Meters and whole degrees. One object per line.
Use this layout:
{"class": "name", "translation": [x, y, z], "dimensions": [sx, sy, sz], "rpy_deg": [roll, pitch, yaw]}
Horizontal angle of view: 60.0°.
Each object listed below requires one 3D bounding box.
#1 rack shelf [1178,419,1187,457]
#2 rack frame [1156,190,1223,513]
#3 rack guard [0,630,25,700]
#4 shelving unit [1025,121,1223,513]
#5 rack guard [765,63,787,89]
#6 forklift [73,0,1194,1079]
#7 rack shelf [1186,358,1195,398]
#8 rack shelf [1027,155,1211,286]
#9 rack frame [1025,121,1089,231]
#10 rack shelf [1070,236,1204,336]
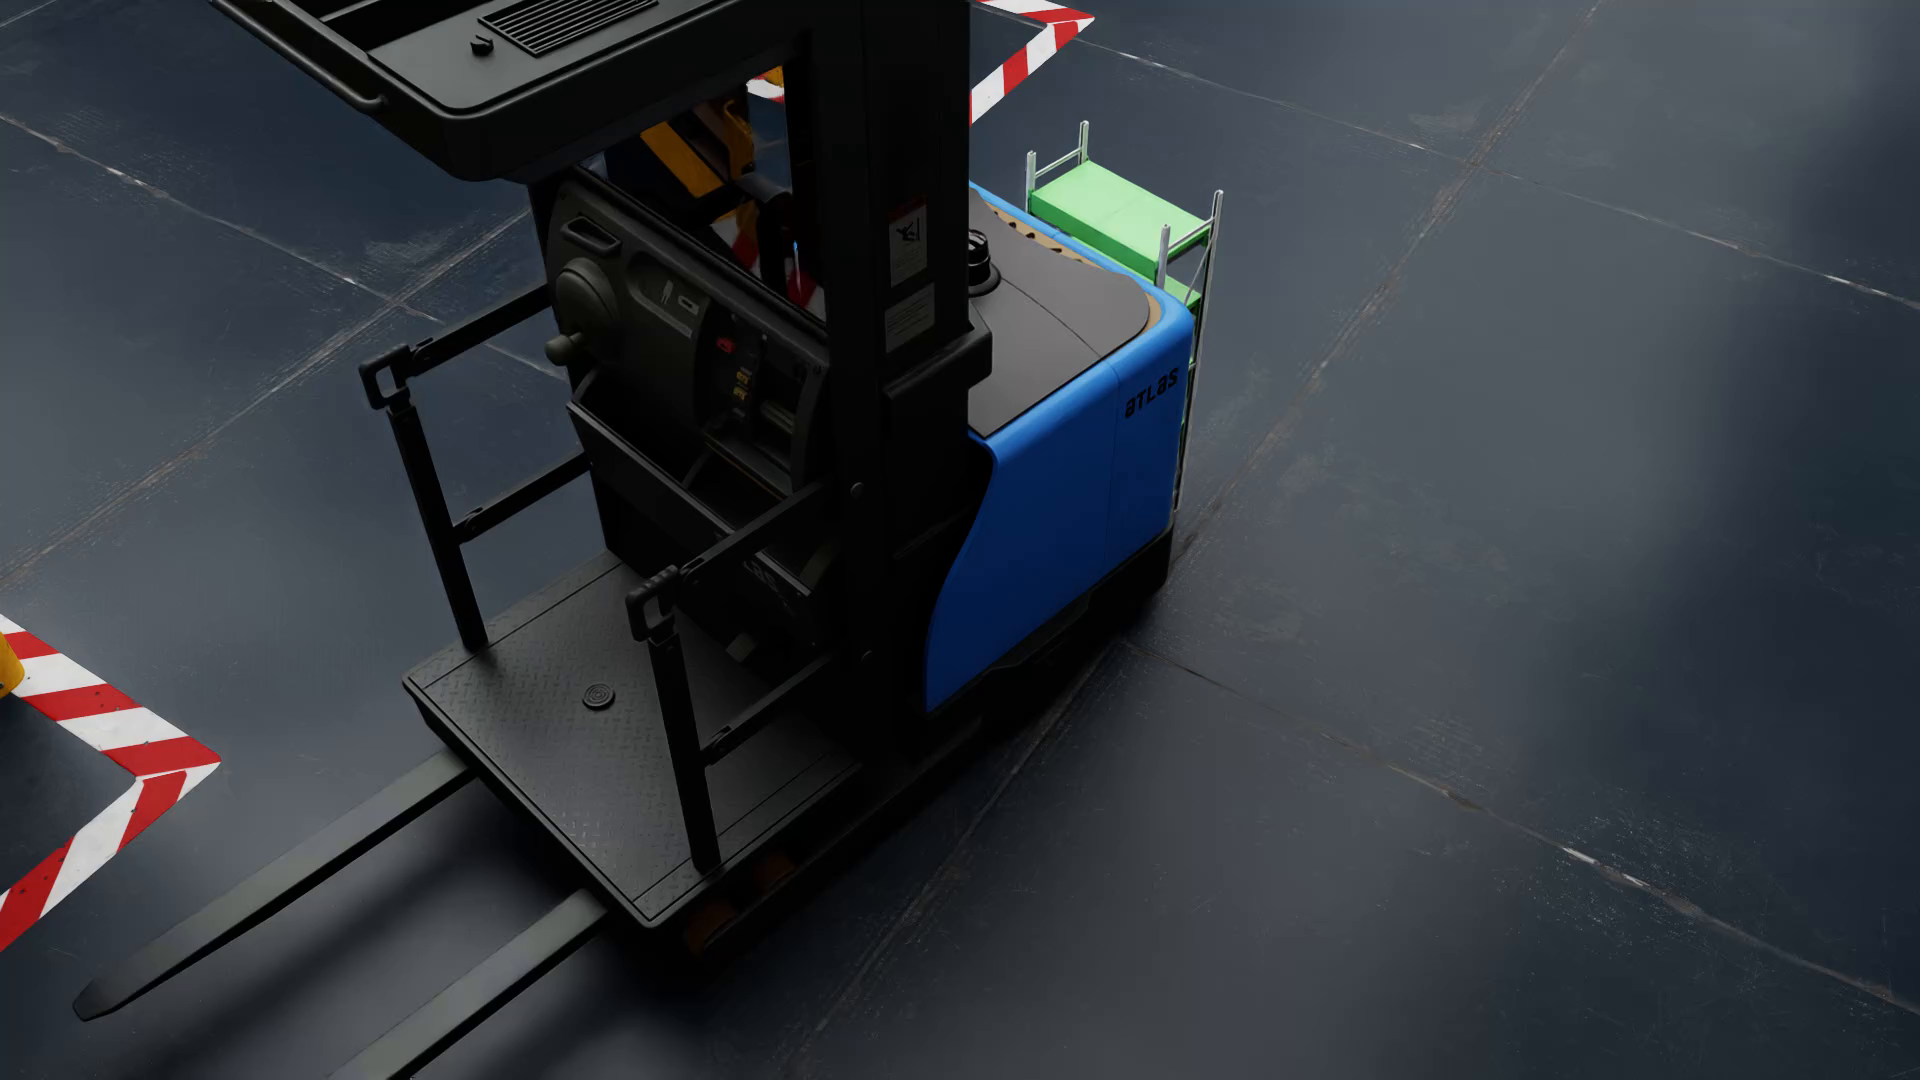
{"class": "rack shelf", "translation": [0.448, -0.376, 5.203], "dimensions": [0.258, 0.148, 0.480], "rpy_deg": [-35, 55, -30]}
{"class": "rack frame", "translation": [0.620, -0.465, 4.865], "dimensions": [0.240, 1.200, 0.015], "rpy_deg": [-35, 55, -30]}
{"class": "rack guard", "translation": [-3.171, 0.503, 4.413], "dimensions": [0.348, 0.500, 1.175], "rpy_deg": [25, 51, 22]}
{"class": "shelving unit", "translation": [0.448, -0.589, 4.985], "dimensions": [0.258, 1.200, 0.503], "rpy_deg": [-35, 55, -30]}
{"class": "rack guard", "translation": [-0.410, -2.457, 7.288], "dimensions": [0.348, 0.500, 1.175], "rpy_deg": [25, 51, 22]}
{"class": "forklift", "translation": [-0.768, -0.377, 3.572], "dimensions": [3.031, 2.935, 1.130], "rpy_deg": [-36, 55, -29]}
{"class": "rack shelf", "translation": [0.448, -0.544, 5.031], "dimensions": [0.258, 0.148, 0.480], "rpy_deg": [-35, 55, -30]}
{"class": "rack shelf", "translation": [0.449, -0.879, 4.687], "dimensions": [0.258, 0.148, 0.480], "rpy_deg": [-35, 55, -30]}
{"class": "rack frame", "translation": [0.276, -0.713, 5.105], "dimensions": [0.240, 1.200, 0.015], "rpy_deg": [-35, 55, -30]}
{"class": "rack shelf", "translation": [0.448, -0.712, 4.859], "dimensions": [0.258, 0.148, 0.480], "rpy_deg": [-35, 55, -30]}
